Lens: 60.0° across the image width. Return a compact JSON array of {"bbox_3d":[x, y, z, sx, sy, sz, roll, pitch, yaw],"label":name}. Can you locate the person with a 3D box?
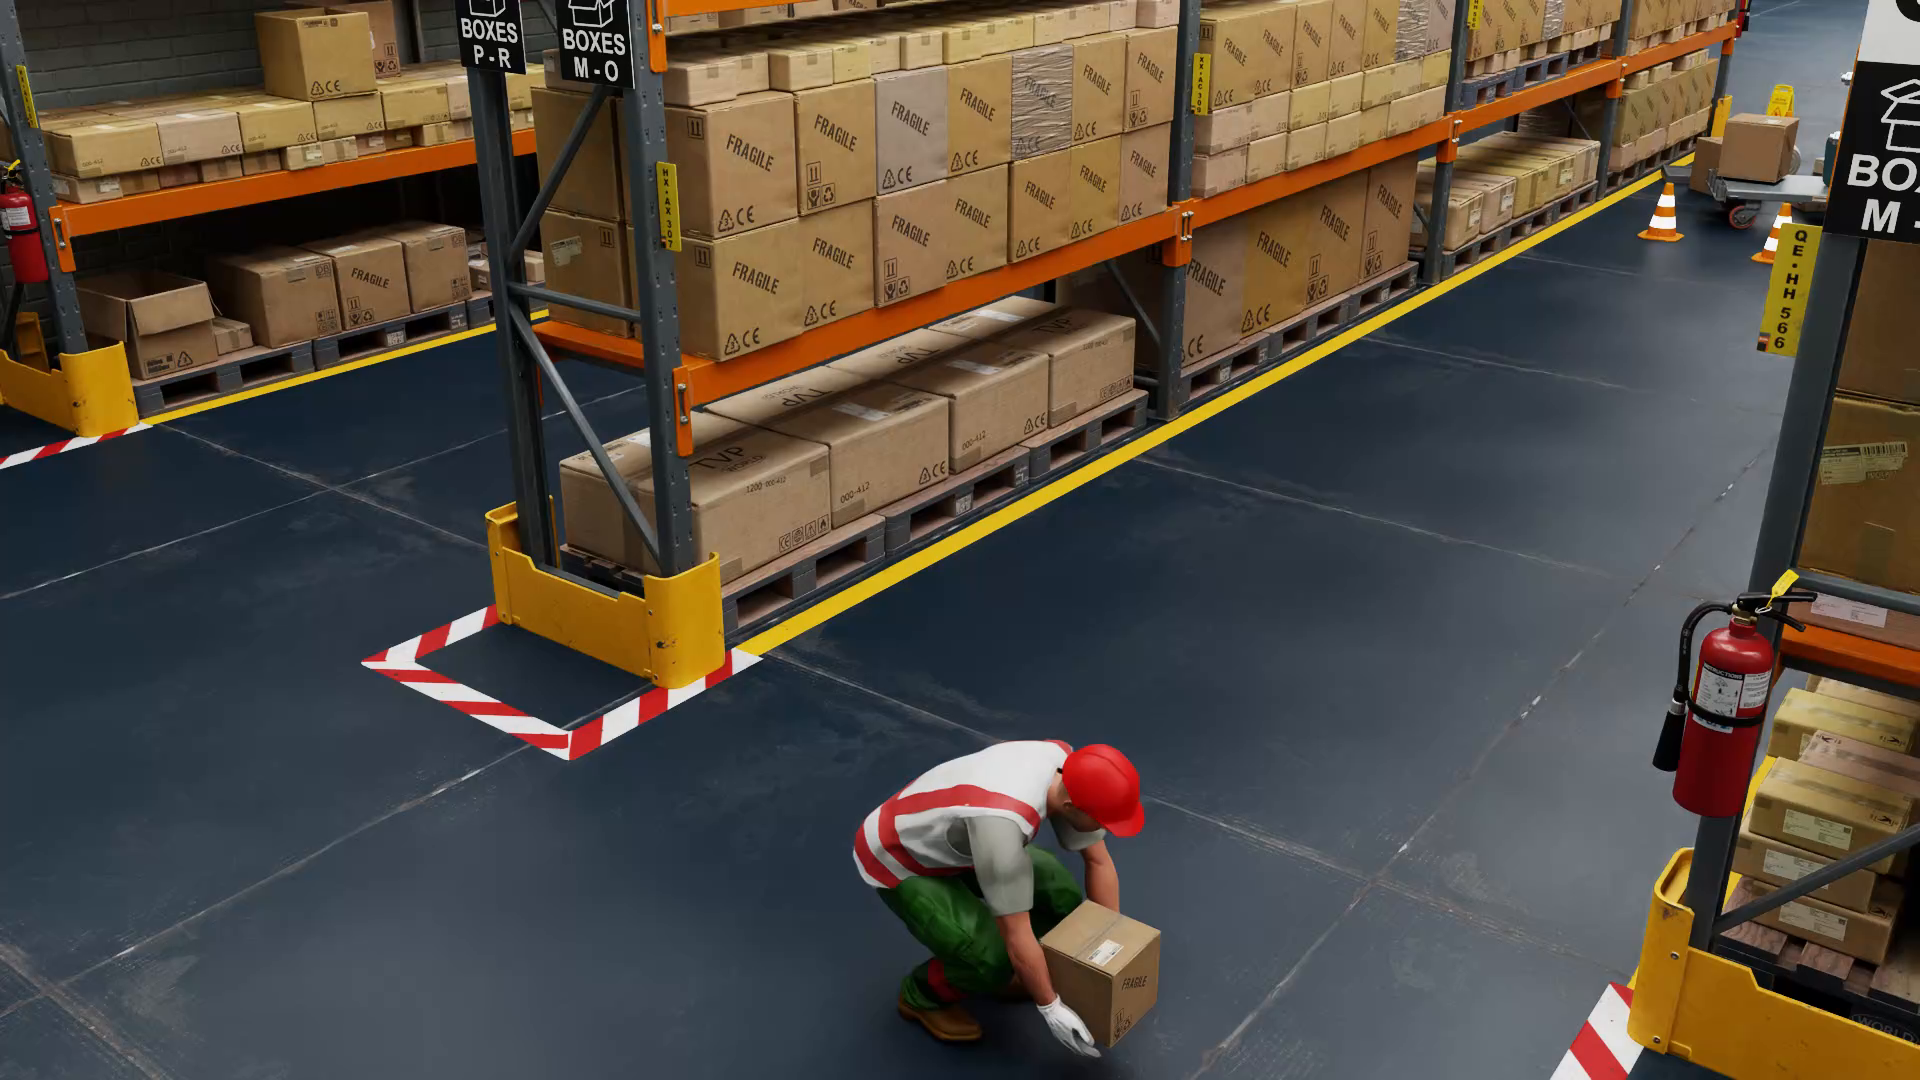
[{"bbox_3d":[0.128,0.966,4.823,0.884,1.006,0.572,17,28,33],"label":"person"}]
